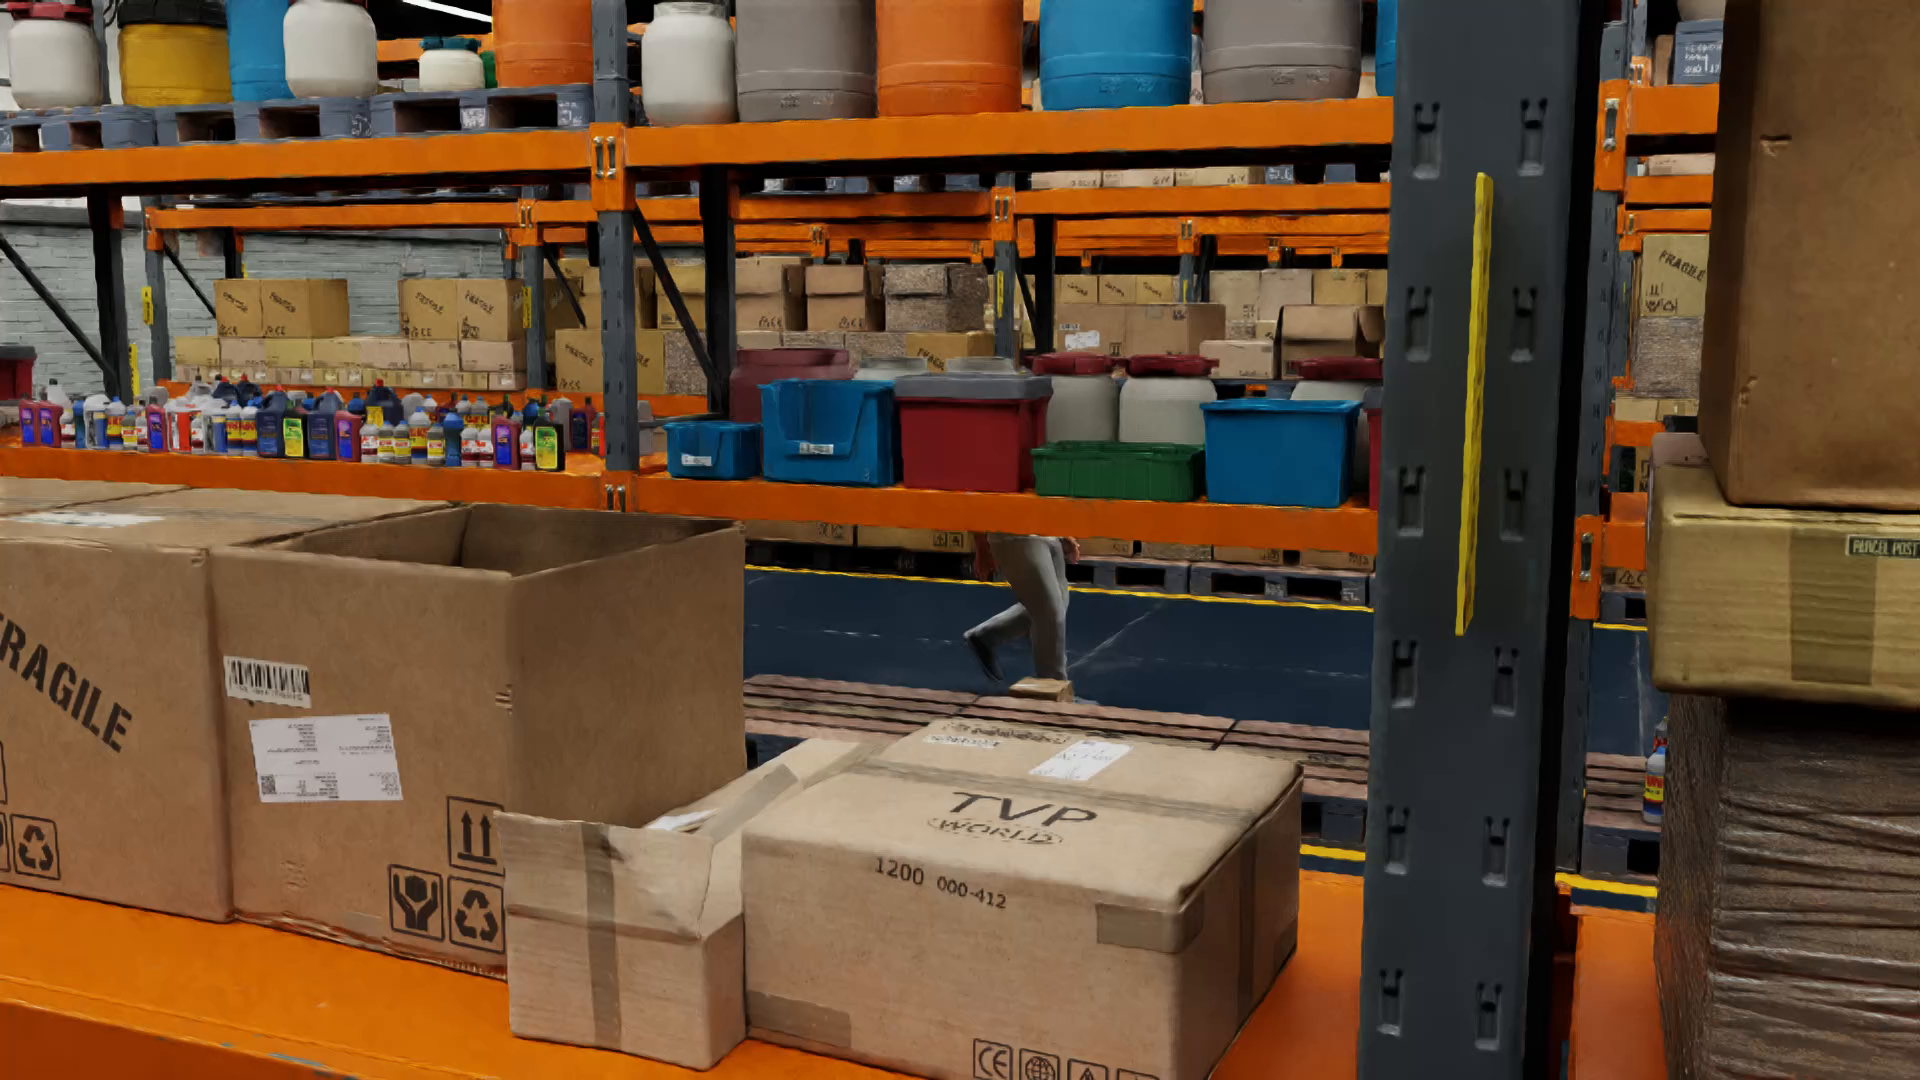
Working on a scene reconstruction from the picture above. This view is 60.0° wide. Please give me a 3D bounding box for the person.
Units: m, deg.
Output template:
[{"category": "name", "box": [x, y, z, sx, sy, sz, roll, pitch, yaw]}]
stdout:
[{"category": "person", "box": [0.353, -0.017, 8.443, 0.892, 1.721, 0.543, 5, 10, 29]}]
